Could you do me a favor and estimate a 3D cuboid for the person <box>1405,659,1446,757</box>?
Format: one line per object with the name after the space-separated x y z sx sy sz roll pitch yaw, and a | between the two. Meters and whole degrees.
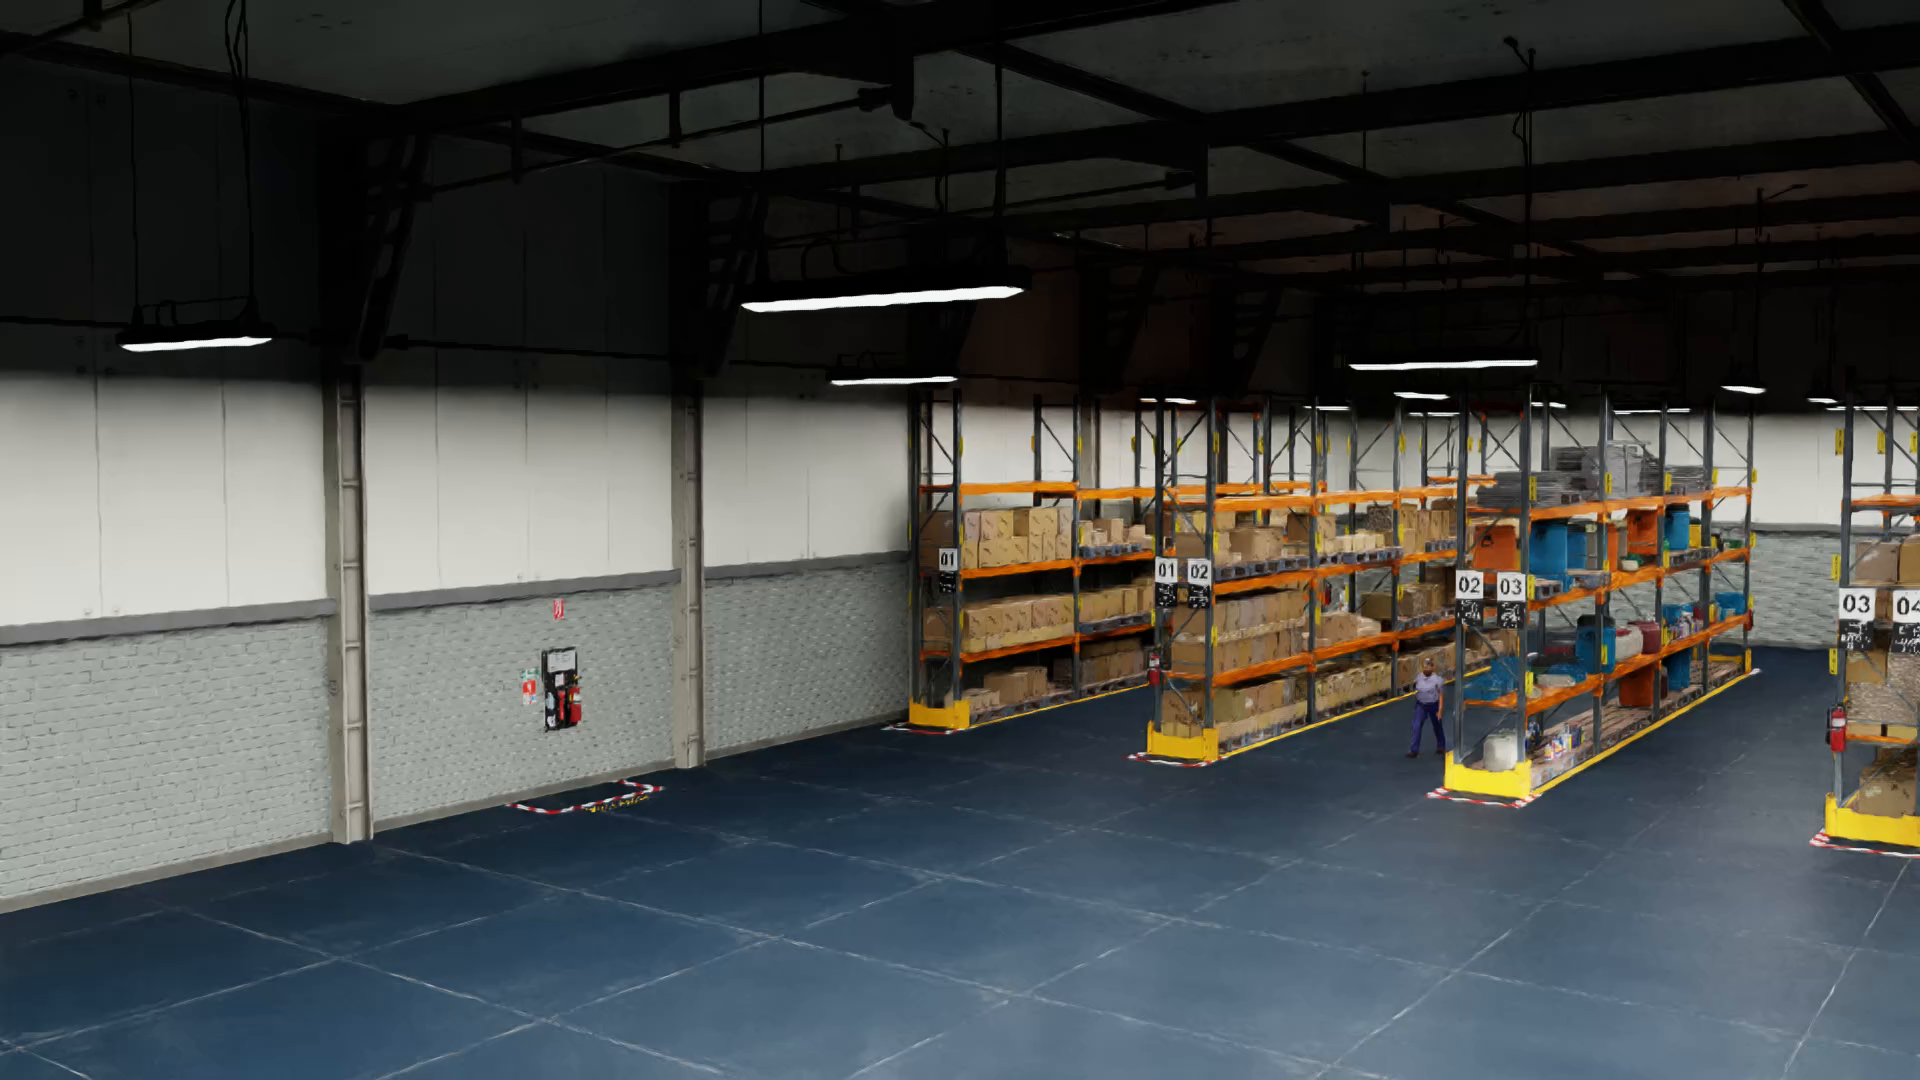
7.530 2.698 26.681 0.478 1.539 1.093 2 4 33 | person

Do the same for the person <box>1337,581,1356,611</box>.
9.470 1.841 40.871 0.495 1.660 0.614 3 4 42 | person

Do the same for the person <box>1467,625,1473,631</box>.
13.493 1.679 44.065 0.526 1.637 0.509 0 3 -1 | person
